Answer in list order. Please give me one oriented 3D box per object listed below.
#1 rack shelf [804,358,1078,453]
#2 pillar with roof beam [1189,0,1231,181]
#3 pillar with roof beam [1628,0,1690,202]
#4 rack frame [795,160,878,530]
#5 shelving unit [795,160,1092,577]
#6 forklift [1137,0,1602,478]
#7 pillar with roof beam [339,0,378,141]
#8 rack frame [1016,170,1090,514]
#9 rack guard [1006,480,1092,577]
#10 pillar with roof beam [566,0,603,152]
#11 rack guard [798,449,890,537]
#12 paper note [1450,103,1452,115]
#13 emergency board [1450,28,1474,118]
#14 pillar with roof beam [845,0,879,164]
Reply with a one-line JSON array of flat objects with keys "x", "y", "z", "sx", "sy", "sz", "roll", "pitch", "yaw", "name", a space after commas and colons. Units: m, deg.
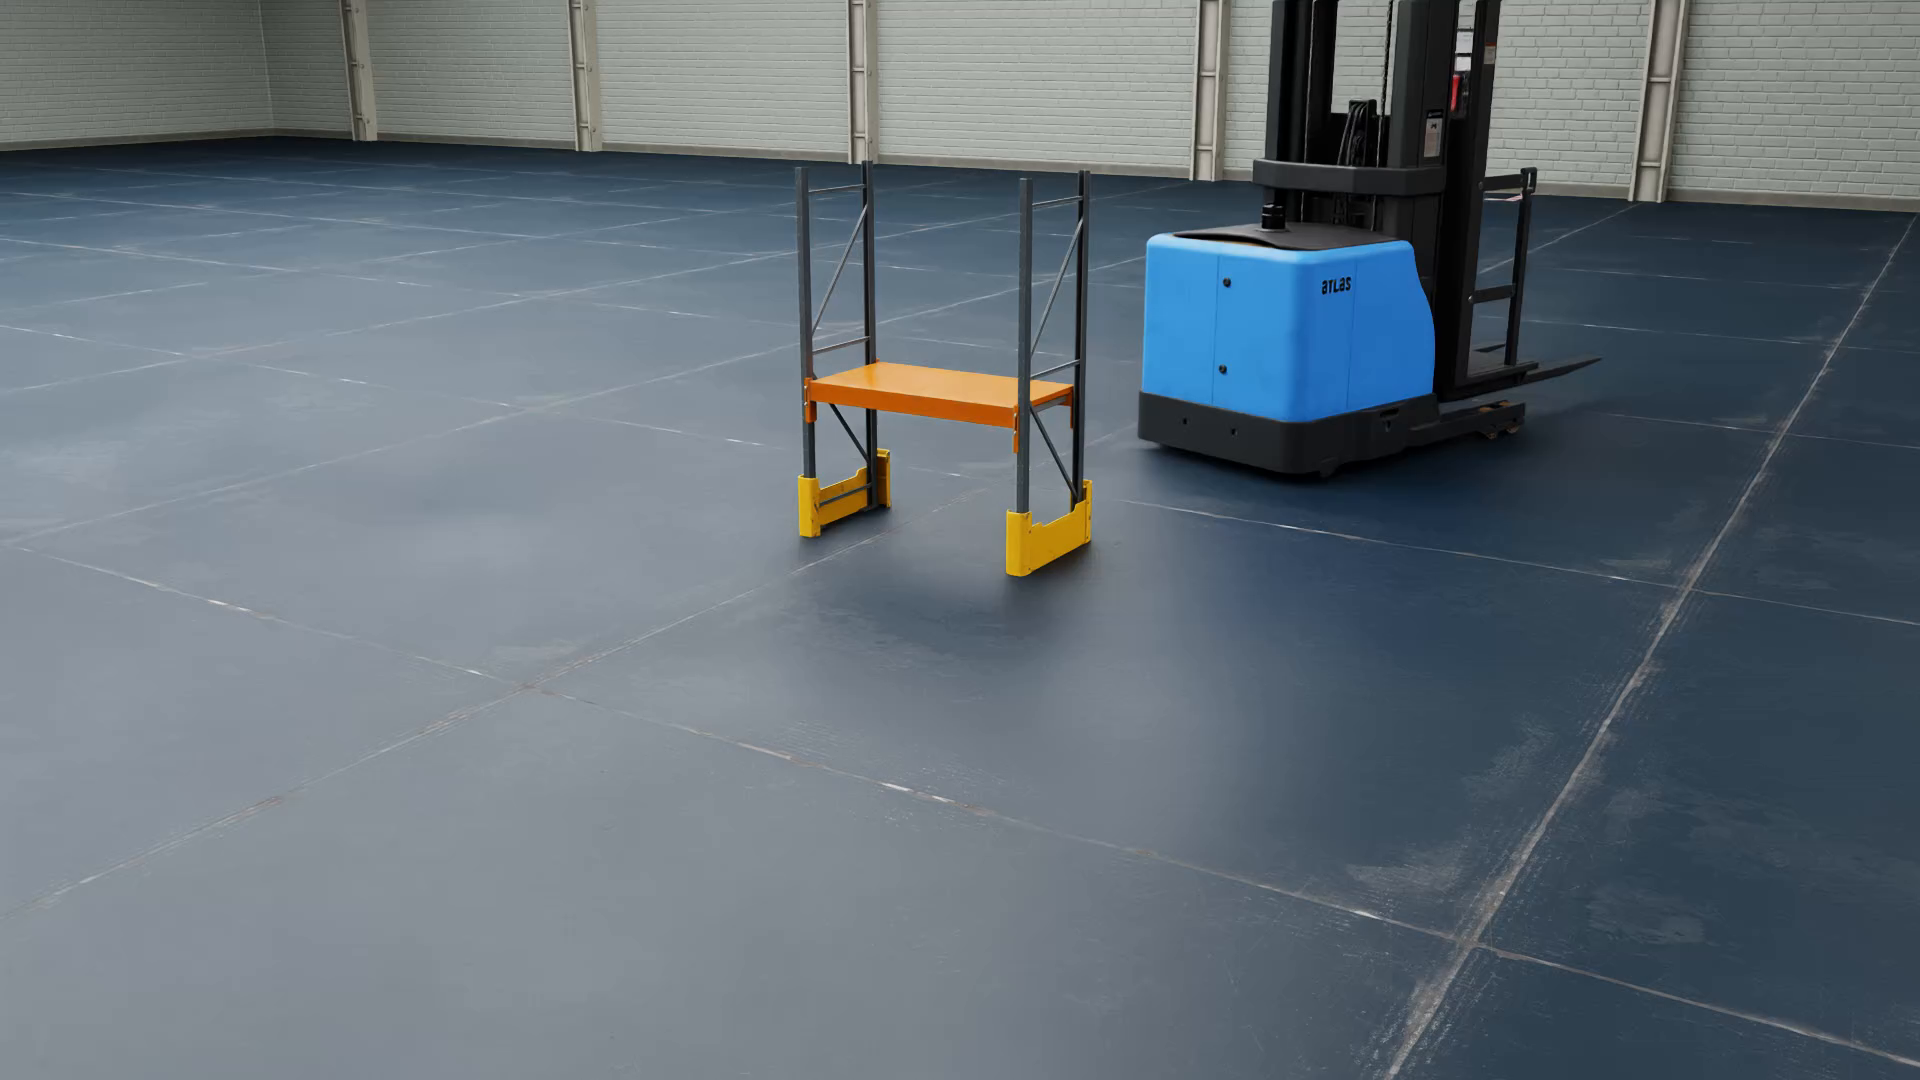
[{"x": -0.073, "y": -0.558, "z": 6.758, "sx": 1.000, "sy": 0.185, "sz": 0.538, "roll": 10, "pitch": 20, "yaw": 30, "name": "rack shelf"}, {"x": 1.297, "y": -8.432, "z": 19.158, "sx": 0.400, "sy": 9.000, "sz": 9.100, "roll": 10, "pitch": 20, "yaw": 30, "name": "pillar with roof beam"}, {"x": 6.409, "y": -7.520, "z": 16.153, "sx": 0.400, "sy": 9.000, "sz": 9.100, "roll": 10, "pitch": 20, "yaw": 30, "name": "pillar with roof beam"}, {"x": -0.506, "y": -0.808, "z": 6.961, "sx": 0.032, "sy": 1.500, "sz": 0.500, "roll": 10, "pitch": 20, "yaw": 30, "name": "rack frame"}, {"x": -0.065, "y": -0.729, "z": 6.701, "sx": 1.083, "sy": 1.500, "sz": 0.587, "roll": 10, "pitch": 20, "yaw": 30, "name": "shelving unit"}, {"x": 2.335, "y": -2.026, "z": 8.509, "sx": 3.031, "sy": 2.935, "sz": 1.130, "roll": -14, "pitch": 22, "yaw": -39, "name": "forklift"}, {"x": -14.042, "y": -11.170, "z": 28.171, "sx": 0.400, "sy": 9.000, "sz": 9.100, "roll": 10, "pitch": 20, "yaw": 30, "name": "pillar with roof beam"}, {"x": 0.360, "y": -0.653, "z": 6.451, "sx": 0.032, "sy": 1.500, "sz": 0.500, "roll": 10, "pitch": 20, "yaw": 30, "name": "rack frame"}, {"x": 0.359, "y": -0.055, "z": 6.634, "sx": 0.087, "sy": 0.250, "sz": 0.587, "roll": 10, "pitch": 20, "yaw": 30, "name": "rack guard"}, {"x": -8.929, "y": -10.257, "z": 25.167, "sx": 0.400, "sy": 9.000, "sz": 9.100, "roll": 10, "pitch": 20, "yaw": 30, "name": "pillar with roof beam"}, {"x": -0.489, "y": -0.207, "z": 7.132, "sx": 0.087, "sy": 0.250, "sz": 0.587, "roll": 10, "pitch": 20, "yaw": 30, "name": "rack guard"}, {"x": 6.462, "y": -5.723, "z": 22.077, "sx": 0.142, "sy": 0.148, "sz": 0.016, "roll": 10, "pitch": 20, "yaw": 30, "name": "paper note"}, {"x": 6.576, "y": -6.101, "z": 21.804, "sx": 0.643, "sy": 1.169, "sz": 0.194, "roll": 10, "pitch": 20, "yaw": 30, "name": "emergency board"}, {"x": -3.816, "y": -9.345, "z": 22.162, "sx": 0.400, "sy": 9.000, "sz": 9.100, "roll": 10, "pitch": 20, "yaw": 30, "name": "pillar with roof beam"}]
